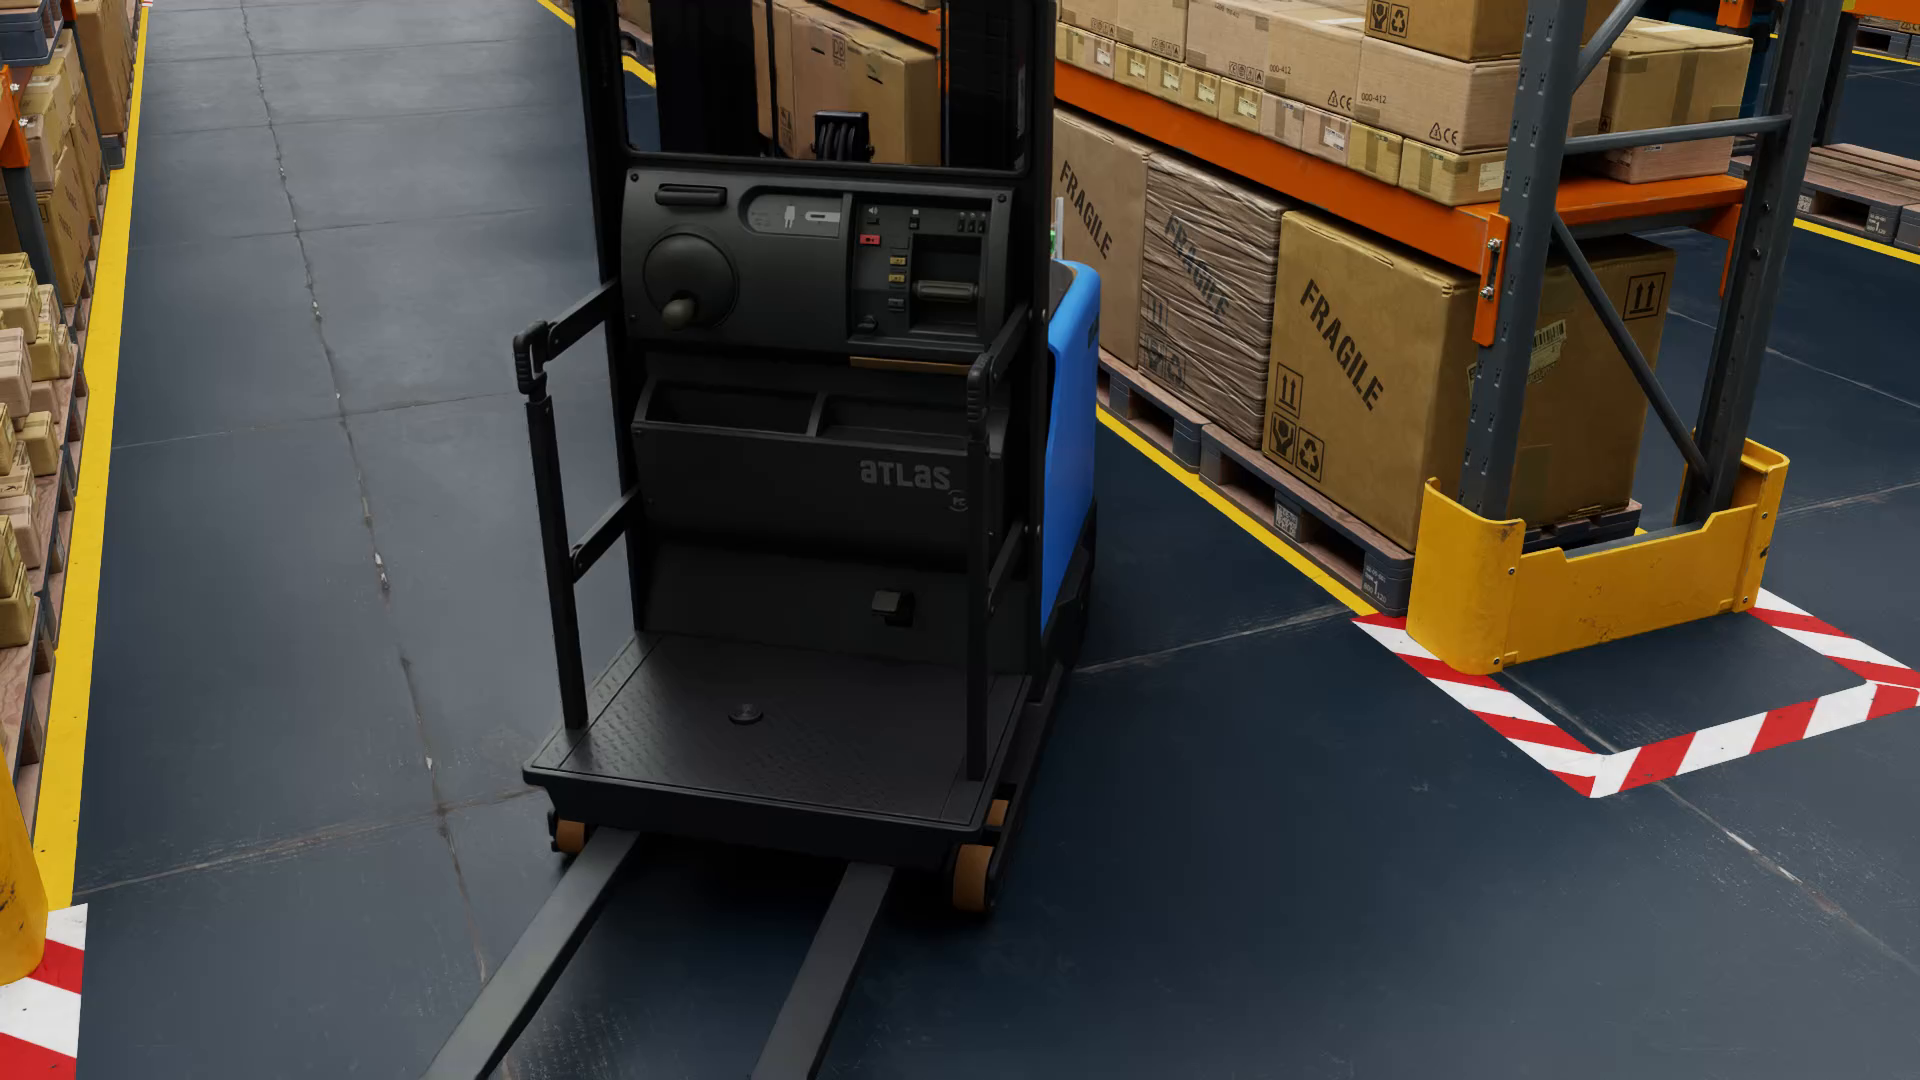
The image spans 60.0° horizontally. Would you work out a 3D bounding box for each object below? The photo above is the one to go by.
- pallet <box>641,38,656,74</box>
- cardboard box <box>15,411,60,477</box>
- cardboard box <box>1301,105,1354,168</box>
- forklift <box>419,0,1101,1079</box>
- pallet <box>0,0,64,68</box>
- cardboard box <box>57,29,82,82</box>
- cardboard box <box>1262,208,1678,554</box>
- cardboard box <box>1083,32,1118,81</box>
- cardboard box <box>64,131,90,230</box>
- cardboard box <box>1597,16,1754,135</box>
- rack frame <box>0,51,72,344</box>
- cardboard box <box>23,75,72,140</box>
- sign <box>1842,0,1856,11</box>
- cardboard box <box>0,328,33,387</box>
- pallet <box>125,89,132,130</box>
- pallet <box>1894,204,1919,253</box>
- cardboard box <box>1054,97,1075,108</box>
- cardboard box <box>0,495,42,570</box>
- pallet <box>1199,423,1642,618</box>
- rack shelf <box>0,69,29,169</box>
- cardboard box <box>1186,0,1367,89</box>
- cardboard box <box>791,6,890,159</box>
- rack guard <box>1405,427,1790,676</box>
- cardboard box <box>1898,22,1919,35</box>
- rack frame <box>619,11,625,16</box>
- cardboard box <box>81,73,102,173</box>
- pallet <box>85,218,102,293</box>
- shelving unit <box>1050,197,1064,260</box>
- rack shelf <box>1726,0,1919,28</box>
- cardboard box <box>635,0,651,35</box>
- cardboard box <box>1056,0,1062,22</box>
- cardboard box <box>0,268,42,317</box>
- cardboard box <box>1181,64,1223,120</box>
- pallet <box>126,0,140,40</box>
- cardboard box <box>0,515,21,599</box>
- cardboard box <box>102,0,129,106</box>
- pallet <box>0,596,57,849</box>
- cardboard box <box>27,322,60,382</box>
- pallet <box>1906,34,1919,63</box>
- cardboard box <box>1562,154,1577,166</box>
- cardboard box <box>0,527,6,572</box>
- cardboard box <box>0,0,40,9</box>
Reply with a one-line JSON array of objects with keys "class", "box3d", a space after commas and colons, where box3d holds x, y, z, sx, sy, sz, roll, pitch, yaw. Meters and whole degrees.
[{"class": "pallet", "box3d": [-1.952, -3.900, 13.497, 1.003, 0.211, 1.213, -11, 28, -21]}, {"class": "cardboard box", "box3d": [-3.338, -0.309, 5.736, 0.380, 0.149, 0.250, -11, 28, -21]}, {"class": "cardboard box", "box3d": [1.316, -1.297, 5.274, 0.380, 0.149, 0.250, -11, 28, -20]}, {"class": "forklift", "box3d": [-0.386, -0.615, 3.668, 1.130, 2.935, 3.031, 6, 27, 11]}, {"class": "pallet", "box3d": [-4.376, -2.167, 6.988, 1.003, 0.211, 1.213, -11, 28, -21]}, {"class": "cardboard box", "box3d": [-5.268, -2.706, 9.388, 0.500, 0.250, 0.500, -11, 28, -22]}, {"class": "cardboard box", "box3d": [1.635, -0.595, 5.492, 0.875, 0.875, 0.875, -11, 28, -21]}, {"class": "cardboard box", "box3d": [0.711, -1.918, 6.546, 0.380, 0.149, 0.250, -10, 28, -20]}, {"class": "cardboard box", "box3d": [-4.682, -1.751, 8.288, 0.500, 0.500, 0.500, -10, 28, -20]}, {"class": "cardboard box", "box3d": [2.020, -1.422, 5.077, 0.500, 0.250, 0.500, -11, 28, -22]}, {"class": "rack frame", "box3d": [-4.210, -1.919, 6.262, 1.000, 3.000, 0.127, -11, 28, -21]}, {"class": "cardboard box", "box3d": [-4.663, -2.087, 8.121, 0.500, 0.250, 0.500, -9, 28, -19]}, {"class": "sign", "box3d": [2.472, -1.634, 4.600, 0.100, 0.325, 0.005, -11, 28, -21]}, {"class": "cardboard box", "box3d": [-3.370, -0.588, 5.629, 0.380, 0.149, 0.250, -12, 28, -23]}, {"class": "pallet", "box3d": [-6.490, -3.104, 11.867, 1.003, 0.211, 1.213, -11, 28, -21]}, {"class": "pallet", "box3d": [5.756, -1.545, 8.675, 1.003, 0.211, 1.213, -11, 28, -21]}, {"class": "cardboard box", "box3d": [0.578, -1.685, 7.724, 0.875, 0.875, 0.875, -11, 28, -21]}, {"class": "cardboard box", "box3d": [-3.040, 0.006, 5.089, 0.380, 0.149, 0.250, -12, 28, -23]}, {"class": "pallet", "box3d": [1.574, -0.172, 5.862, 1.003, 0.211, 1.213, -11, 28, -21]}, {"class": "rack shelf", "box3d": [-3.427, -0.789, 4.767, 1.077, 0.370, 4.000, -11, 28, -21]}, {"class": "cardboard box", "box3d": [1.128, -1.743, 5.732, 0.500, 0.250, 0.500, -12, 28, -22]}, {"class": "cardboard box", "box3d": [-0.227, -2.580, 9.559, 1.225, 0.875, 0.875, -12, 28, -22]}, {"class": "rack guard", "box3d": [1.969, 0.017, 5.146, 1.175, 0.500, 0.348, -11, 28, -21]}, {"class": "cardboard box", "box3d": [8.260, -4.474, 13.842, 0.500, 0.500, 0.500, -11, 28, -21]}, {"class": "rack frame", "box3d": [-2.740, -5.960, 14.539, 1.000, 3.000, 0.127, -11, 28, -21]}, {"class": "cardboard box", "box3d": [-5.279, -2.379, 9.574, 0.500, 0.500, 0.500, -11, 28, -21]}, {"class": "pallet", "box3d": [-4.998, -1.474, 8.528, 1.003, 0.211, 1.213, -11, 28, -21]}, {"class": "shelving unit", "box3d": [0.095, -0.601, 5.613, 0.258, 1.200, 0.503, -14, 29, -27]}, {"class": "rack shelf", "box3d": [5.733, -2.451, 8.171, 1.077, 0.370, 4.000, -11, 28, -21]}, {"class": "cardboard box", "box3d": [-2.350, -4.588, 14.075, 0.700, 0.500, 0.500, -11, 28, -21]}, {"class": "cardboard box", "box3d": [0.526, -2.361, 6.998, 0.500, 0.250, 0.500, -11, 28, -21]}, {"class": "cardboard box", "box3d": [-3.695, -0.899, 6.265, 0.380, 0.149, 0.250, -10, 28, -20]}, {"class": "cardboard box", "box3d": [1.014, -1.607, 5.909, 0.380, 0.149, 0.250, -10, 28, -20]}, {"class": "pallet", "box3d": [-8.051, -4.710, 15.155, 1.003, 0.211, 1.213, -11, 28, -21]}, {"class": "cardboard box", "box3d": [-2.846, 0.072, 4.615, 0.380, 0.149, 0.250, -10, 28, -19]}, {"class": "cardboard box", "box3d": [-6.278, -3.326, 11.228, 1.050, 0.750, 0.750, -10, 28, -20]}, {"class": "pallet", "box3d": [-2.959, 0.584, 4.314, 1.003, 0.211, 1.213, -11, 28, -21]}, {"class": "cardboard box", "box3d": [-3.556, -0.676, 6.147, 0.380, 0.149, 0.250, -12, 28, -22]}, {"class": "pallet", "box3d": [8.674, -3.993, 13.689, 1.003, 0.211, 1.213, -11, 28, -21]}, {"class": "cardboard box", "box3d": [2.022, -1.306, 5.293, 0.380, 0.149, 0.250, -11, 28, -21]}, {"class": "cardboard box", "box3d": [-2.736, 0.036, 4.350, 0.380, 0.149, 0.250, -11, 28, -21]}, {"class": "cardboard box", "box3d": [-3.942, -2.233, 6.713, 0.380, 0.149, 0.250, -12, 28, -23]}]
